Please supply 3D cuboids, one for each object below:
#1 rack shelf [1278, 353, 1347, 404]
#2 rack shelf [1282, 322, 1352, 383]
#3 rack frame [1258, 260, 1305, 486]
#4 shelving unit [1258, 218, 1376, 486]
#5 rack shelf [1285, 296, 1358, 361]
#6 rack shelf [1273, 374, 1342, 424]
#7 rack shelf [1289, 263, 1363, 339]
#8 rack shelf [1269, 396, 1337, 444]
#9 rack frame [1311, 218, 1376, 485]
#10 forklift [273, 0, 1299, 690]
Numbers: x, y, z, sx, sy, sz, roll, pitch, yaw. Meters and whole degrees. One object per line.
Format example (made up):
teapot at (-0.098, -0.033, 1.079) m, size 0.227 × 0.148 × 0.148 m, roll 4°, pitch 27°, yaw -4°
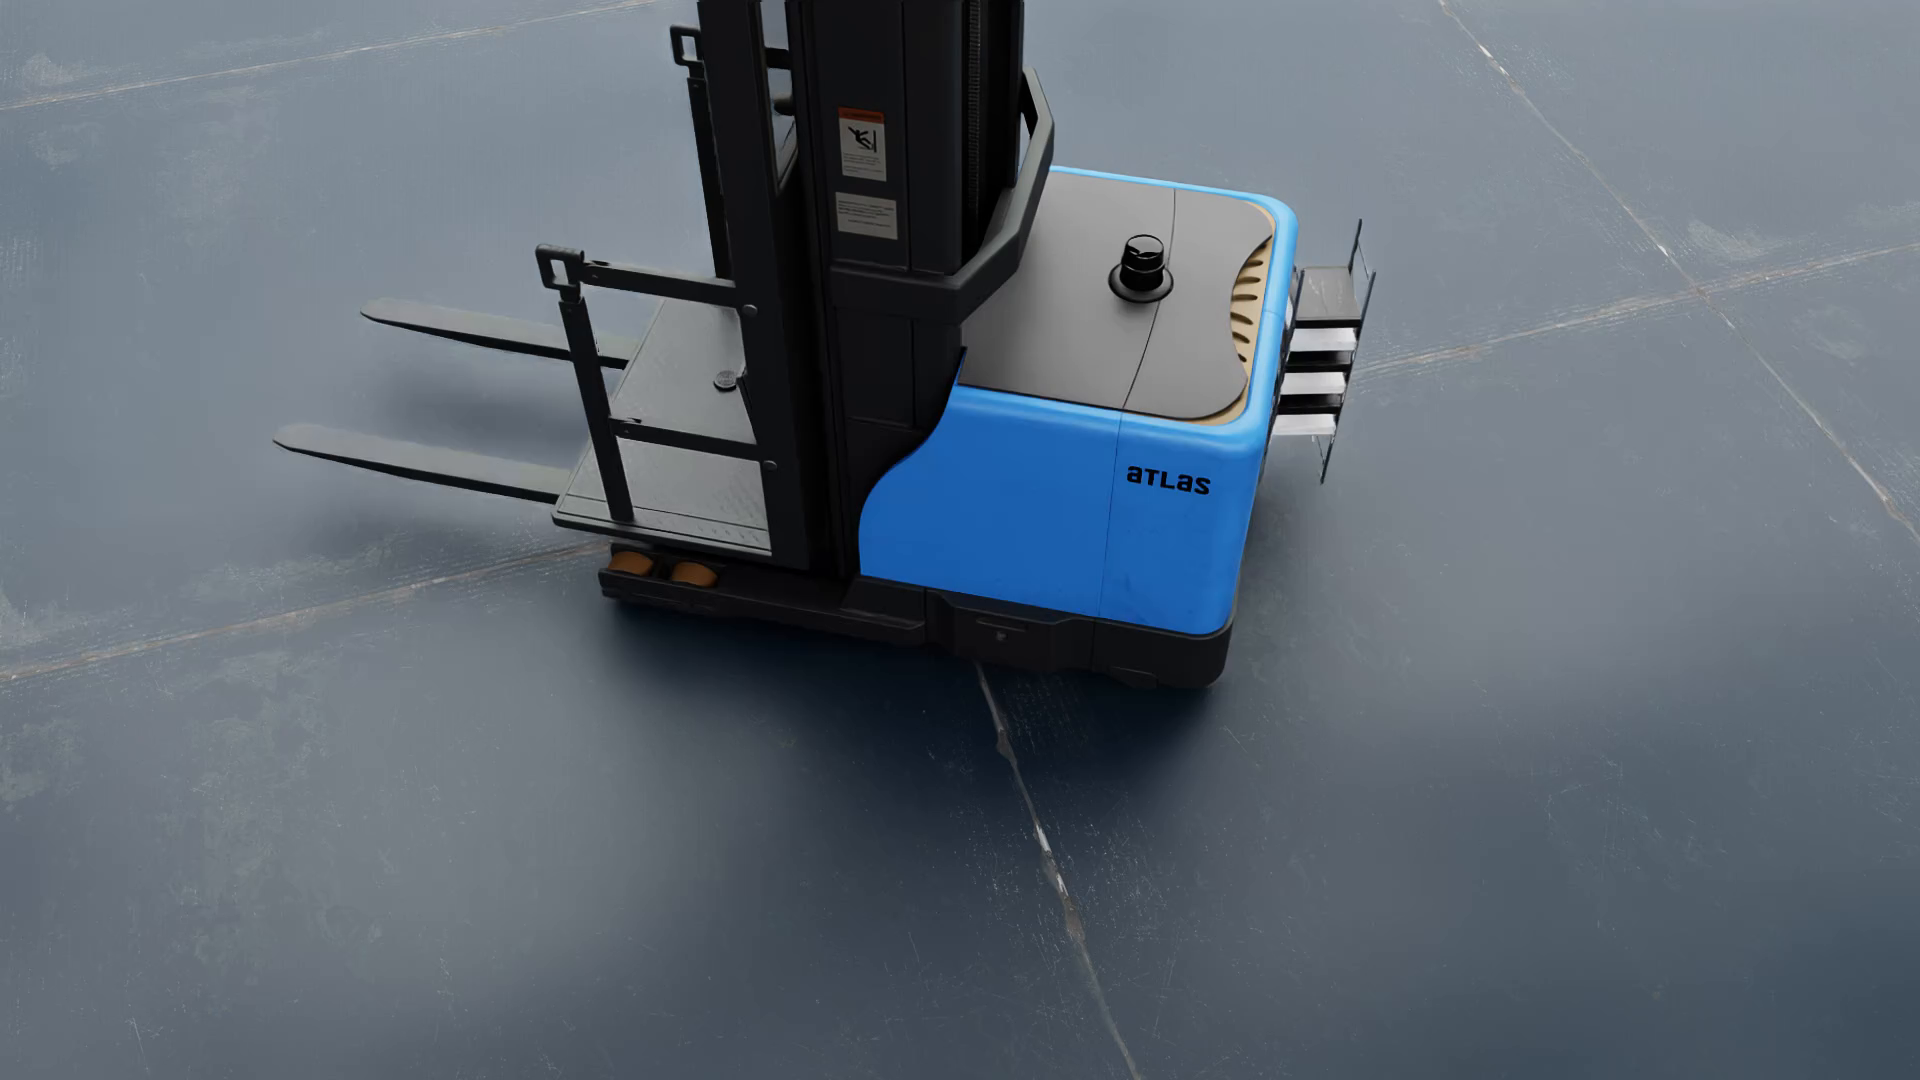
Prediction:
rack shelf at (1.073, -0.538, 5.159) m, size 0.200 × 0.077 × 0.258 m, roll -1°, pitch 50°, yaw -1°
rack shelf at (1.073, -0.596, 5.090) m, size 0.200 × 0.077 × 0.258 m, roll -1°, pitch 50°, yaw -1°
rack frame at (0.971, -0.558, 5.132) m, size 0.006 × 0.900 × 0.240 m, roll -1°, pitch 50°, yaw -1°
shelving unit at (1.073, -0.560, 5.133) m, size 0.210 × 0.900 × 0.258 m, roll -1°, pitch 50°, yaw -1°
rack shelf at (1.073, -0.654, 5.021) m, size 0.200 × 0.077 × 0.258 m, roll -1°, pitch 50°, yaw -1°
rack shelf at (1.073, -0.480, 5.228) m, size 0.200 × 0.077 × 0.258 m, roll -1°, pitch 50°, yaw -1°
rack shelf at (1.073, -0.712, 4.952) m, size 0.200 × 0.077 × 0.258 m, roll -1°, pitch 50°, yaw -1°
rack shelf at (1.073, -0.422, 5.296) m, size 0.200 × 0.077 × 0.258 m, roll -1°, pitch 50°, yaw -1°
rack frame at (1.175, -0.561, 5.135) m, size 0.006 × 0.900 × 0.240 m, roll -1°, pitch 50°, yaw -1°
forklift at (-0.612, -1.104, 4.263) m, size 3.031 × 2.935 × 1.130 m, roll 10°, pitch 51°, yaw 8°
